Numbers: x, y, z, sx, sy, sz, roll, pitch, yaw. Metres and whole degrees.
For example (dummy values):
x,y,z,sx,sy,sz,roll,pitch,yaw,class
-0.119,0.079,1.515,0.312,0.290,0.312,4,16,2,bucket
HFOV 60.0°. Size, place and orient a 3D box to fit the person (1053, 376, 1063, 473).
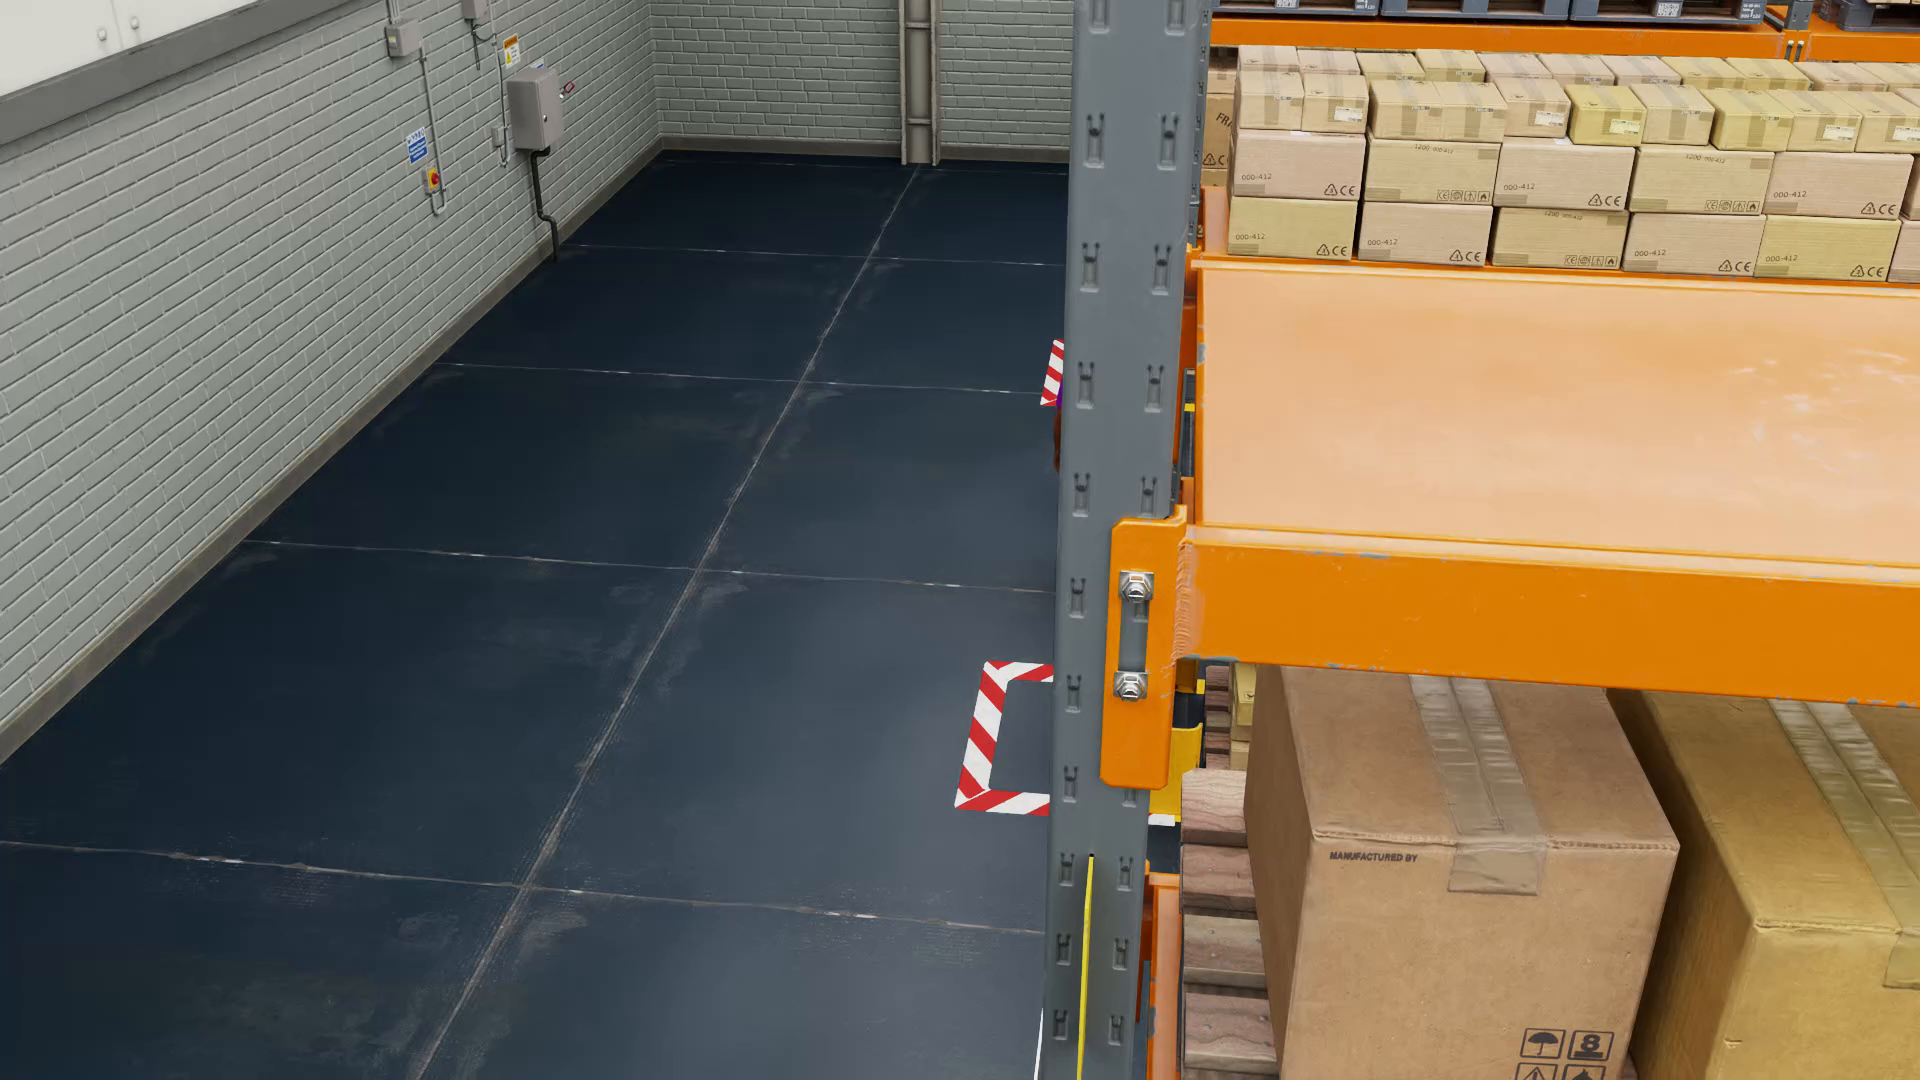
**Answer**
x,y,z,sx,sy,sz,roll,pitch,yaw,class
0.860,-0.519,9.684,0.635,1.760,0.463,3,28,5,person
